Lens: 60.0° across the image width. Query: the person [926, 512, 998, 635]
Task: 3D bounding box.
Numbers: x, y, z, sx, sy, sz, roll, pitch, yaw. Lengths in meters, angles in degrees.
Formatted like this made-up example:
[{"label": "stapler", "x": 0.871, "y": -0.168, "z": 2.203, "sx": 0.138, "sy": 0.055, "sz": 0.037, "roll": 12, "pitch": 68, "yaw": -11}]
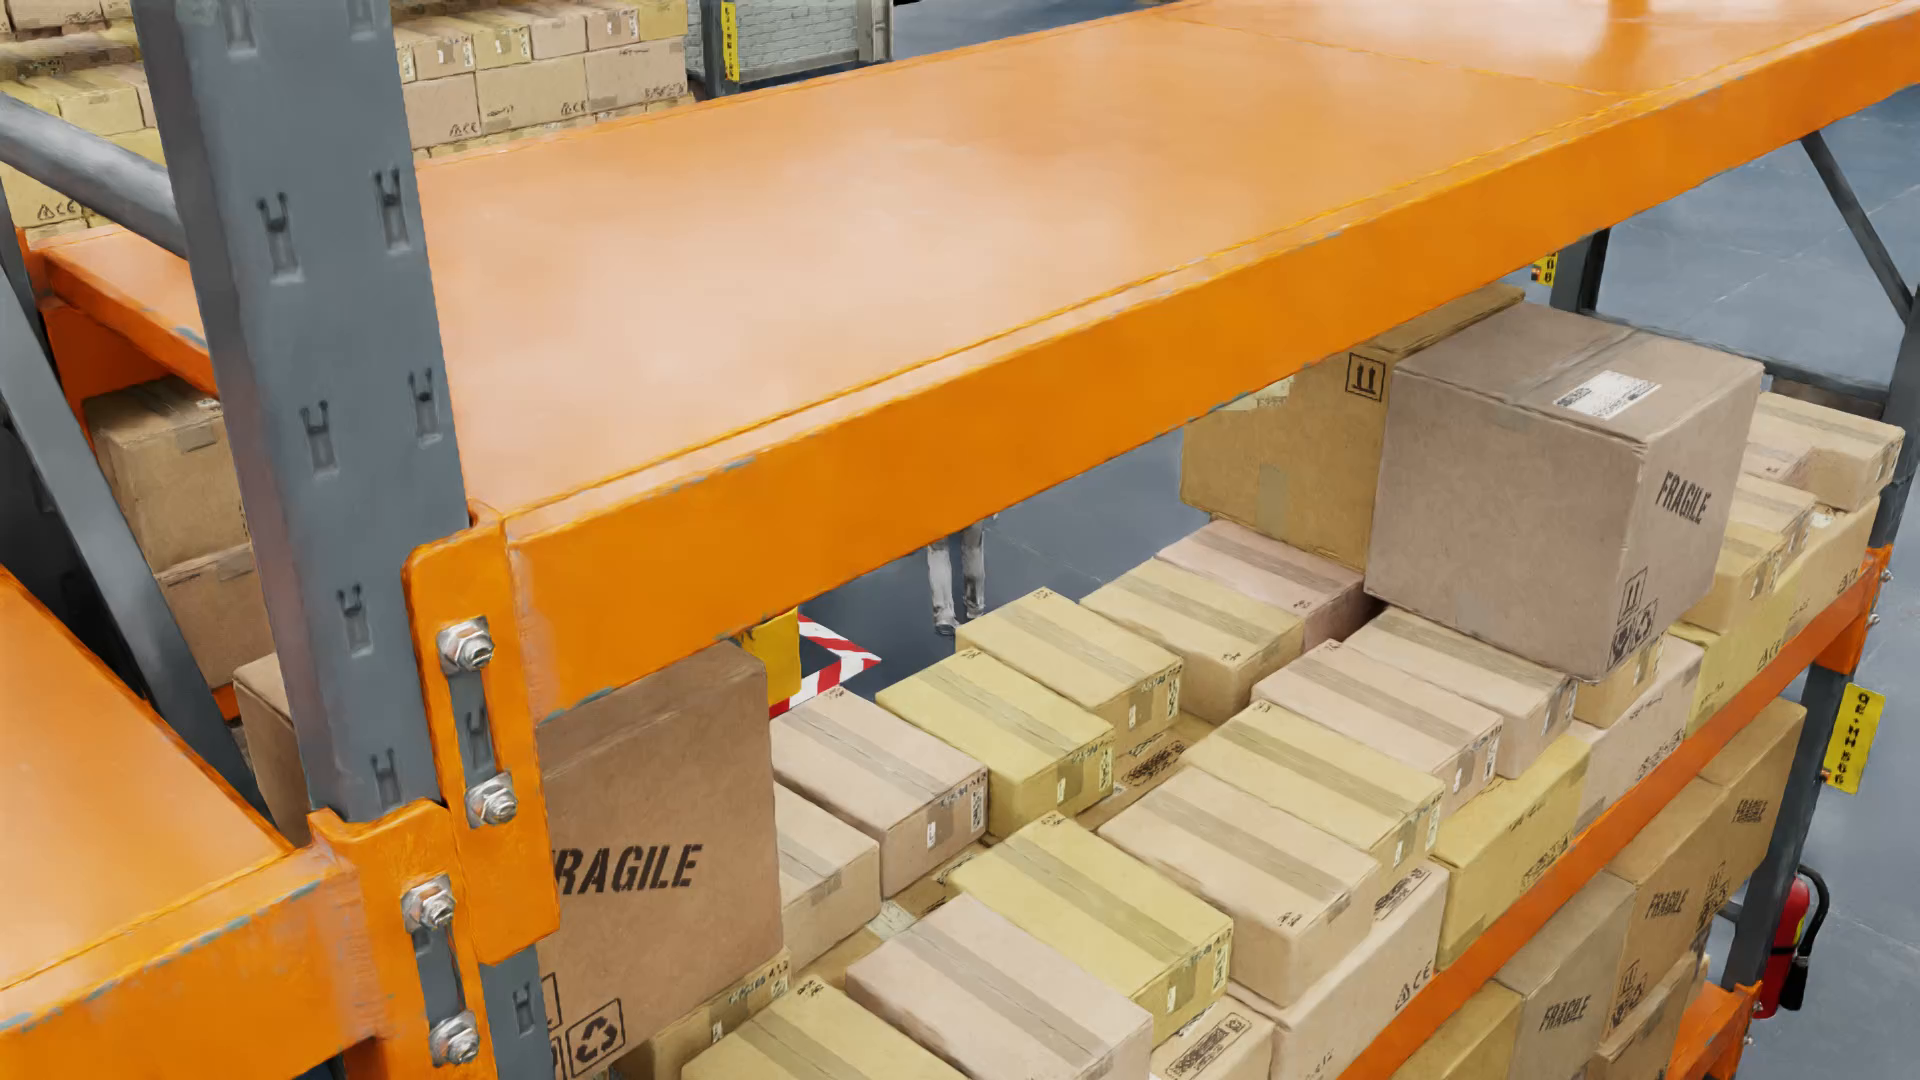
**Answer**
[{"label": "person", "x": -0.060, "y": -0.235, "z": 9.056, "sx": 0.534, "sy": 1.640, "sz": 0.698, "roll": -2, "pitch": 28, "yaw": -4}]
